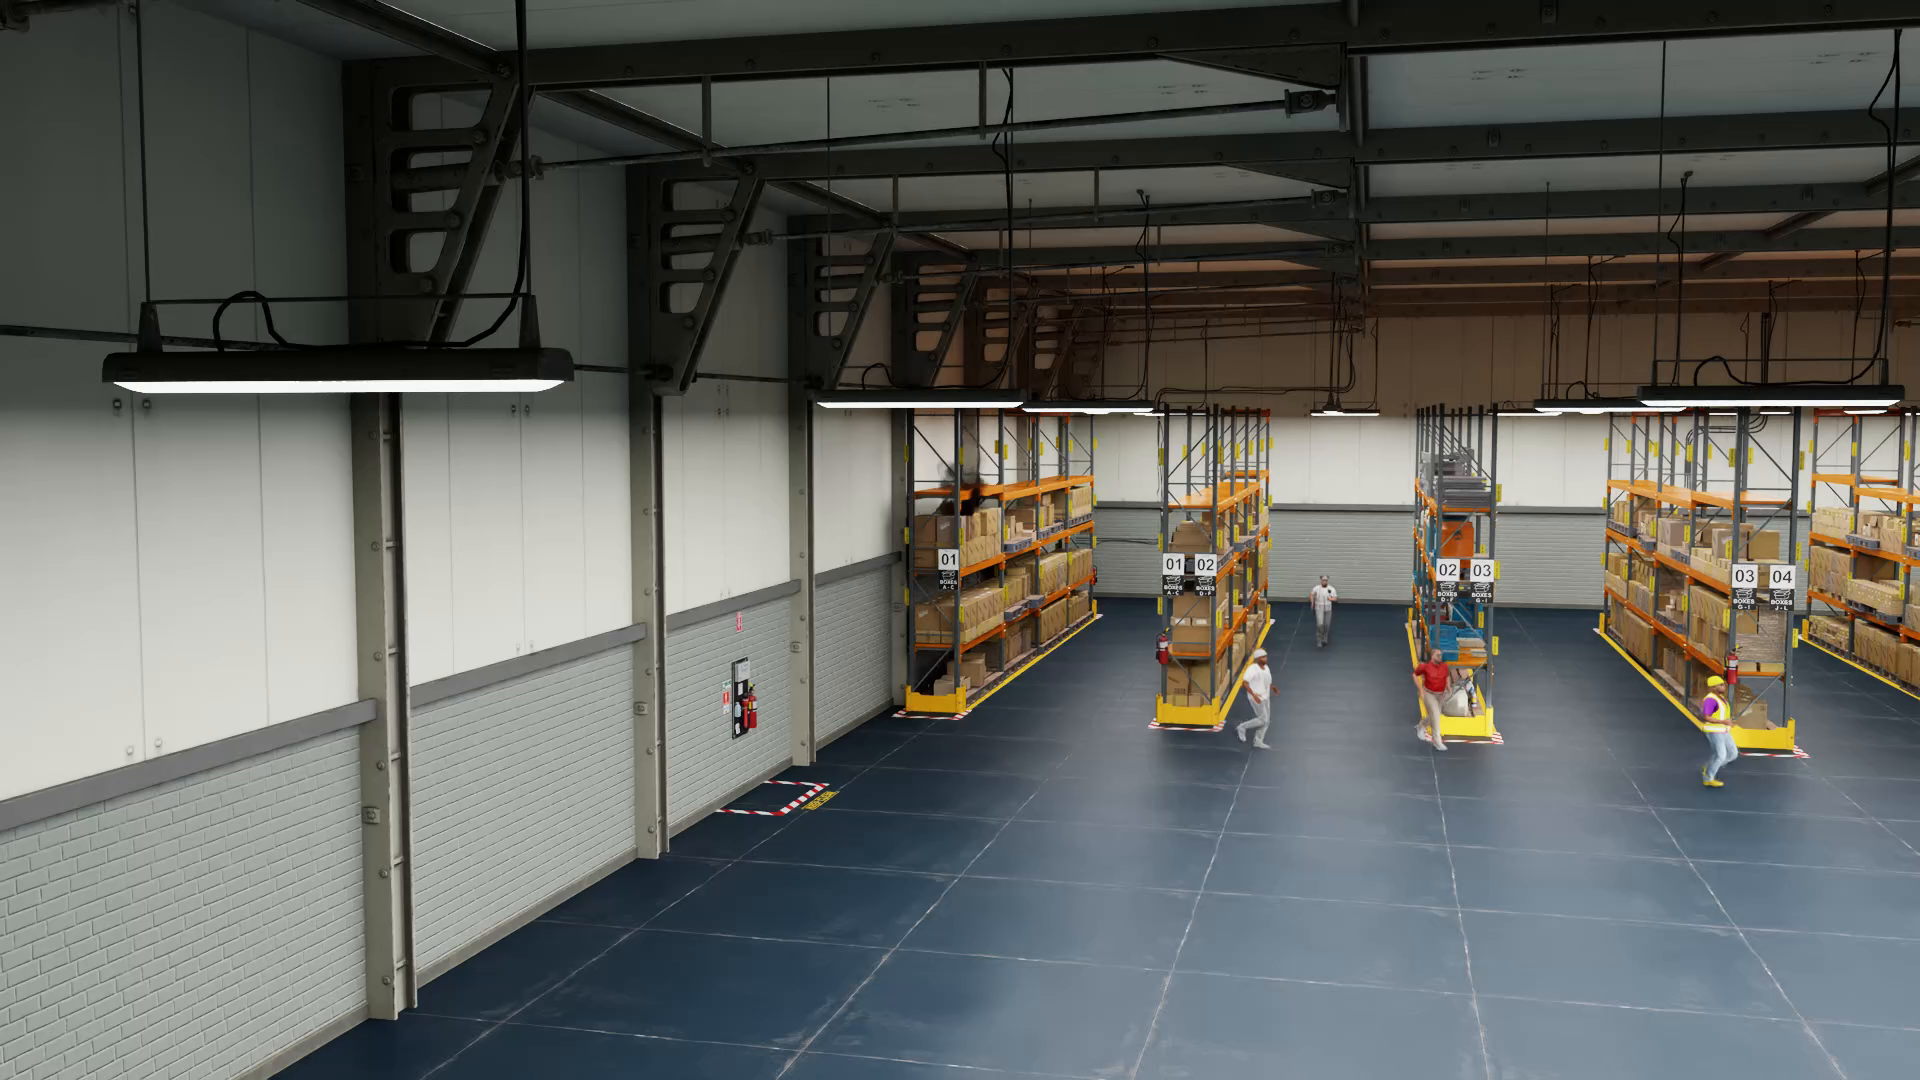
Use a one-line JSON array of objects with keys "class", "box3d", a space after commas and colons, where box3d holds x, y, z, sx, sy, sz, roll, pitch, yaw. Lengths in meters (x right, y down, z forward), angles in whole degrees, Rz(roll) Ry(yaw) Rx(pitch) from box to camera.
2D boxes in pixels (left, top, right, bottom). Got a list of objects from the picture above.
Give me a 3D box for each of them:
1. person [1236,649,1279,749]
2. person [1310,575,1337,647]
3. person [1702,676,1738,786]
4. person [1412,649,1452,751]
[{"class": "person", "box3d": [5.200, 2.753, 28.994, 0.632, 1.734, 0.691, 3, 5, 39]}, {"class": "person", "box3d": [9.175, 1.796, 41.950, 0.634, 1.857, 0.788, 0, 4, 2]}, {"class": "person", "box3d": [11.820, 2.970, 25.829, 0.582, 1.721, 0.688, 4, 6, 44]}, {"class": "person", "box3d": [8.266, 2.753, 29.134, 0.637, 1.731, 0.938, -2, 5, -25]}]
